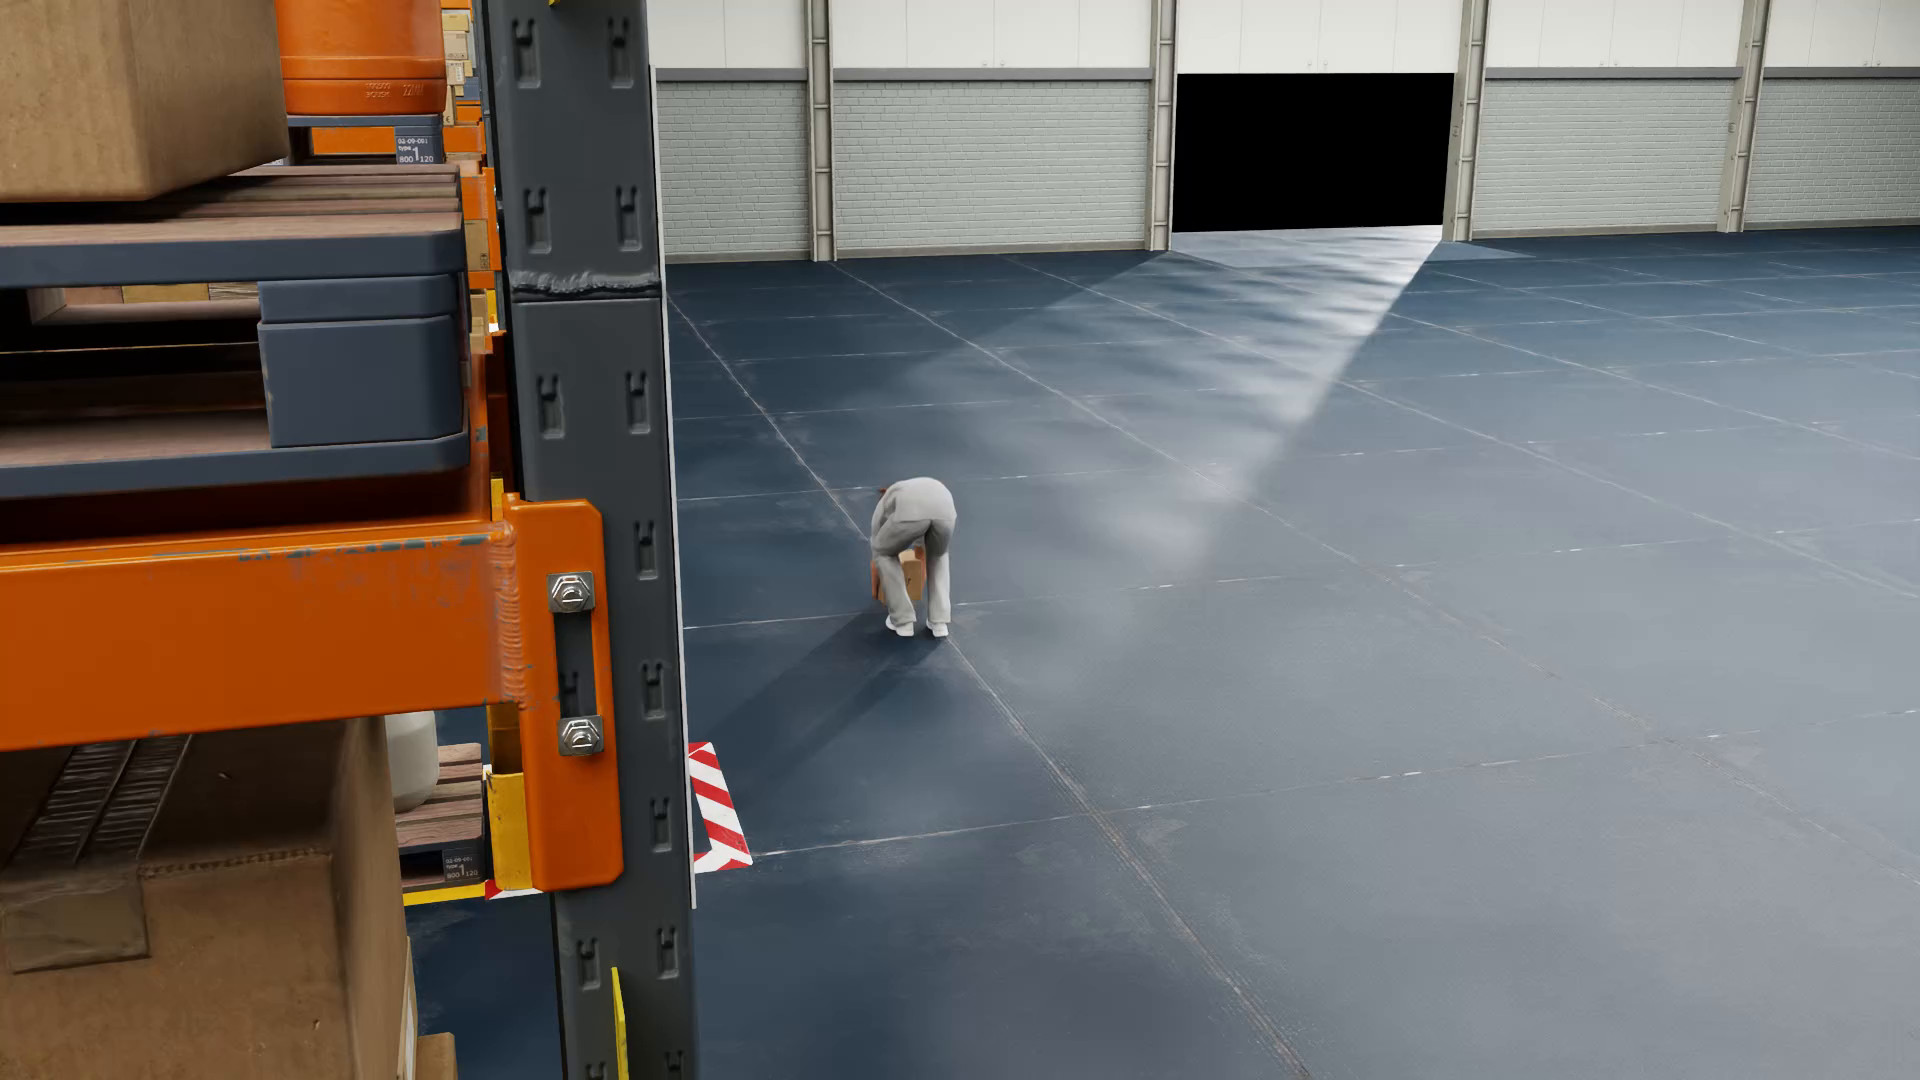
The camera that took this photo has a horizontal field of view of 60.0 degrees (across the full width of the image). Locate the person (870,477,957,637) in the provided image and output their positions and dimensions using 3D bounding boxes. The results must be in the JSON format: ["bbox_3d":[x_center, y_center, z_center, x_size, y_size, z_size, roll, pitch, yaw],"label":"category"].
[{"bbox_3d":[-0.291,0.052,9.713,0.455,0.921,0.852,-5,17,-18],"label":"person"}]
